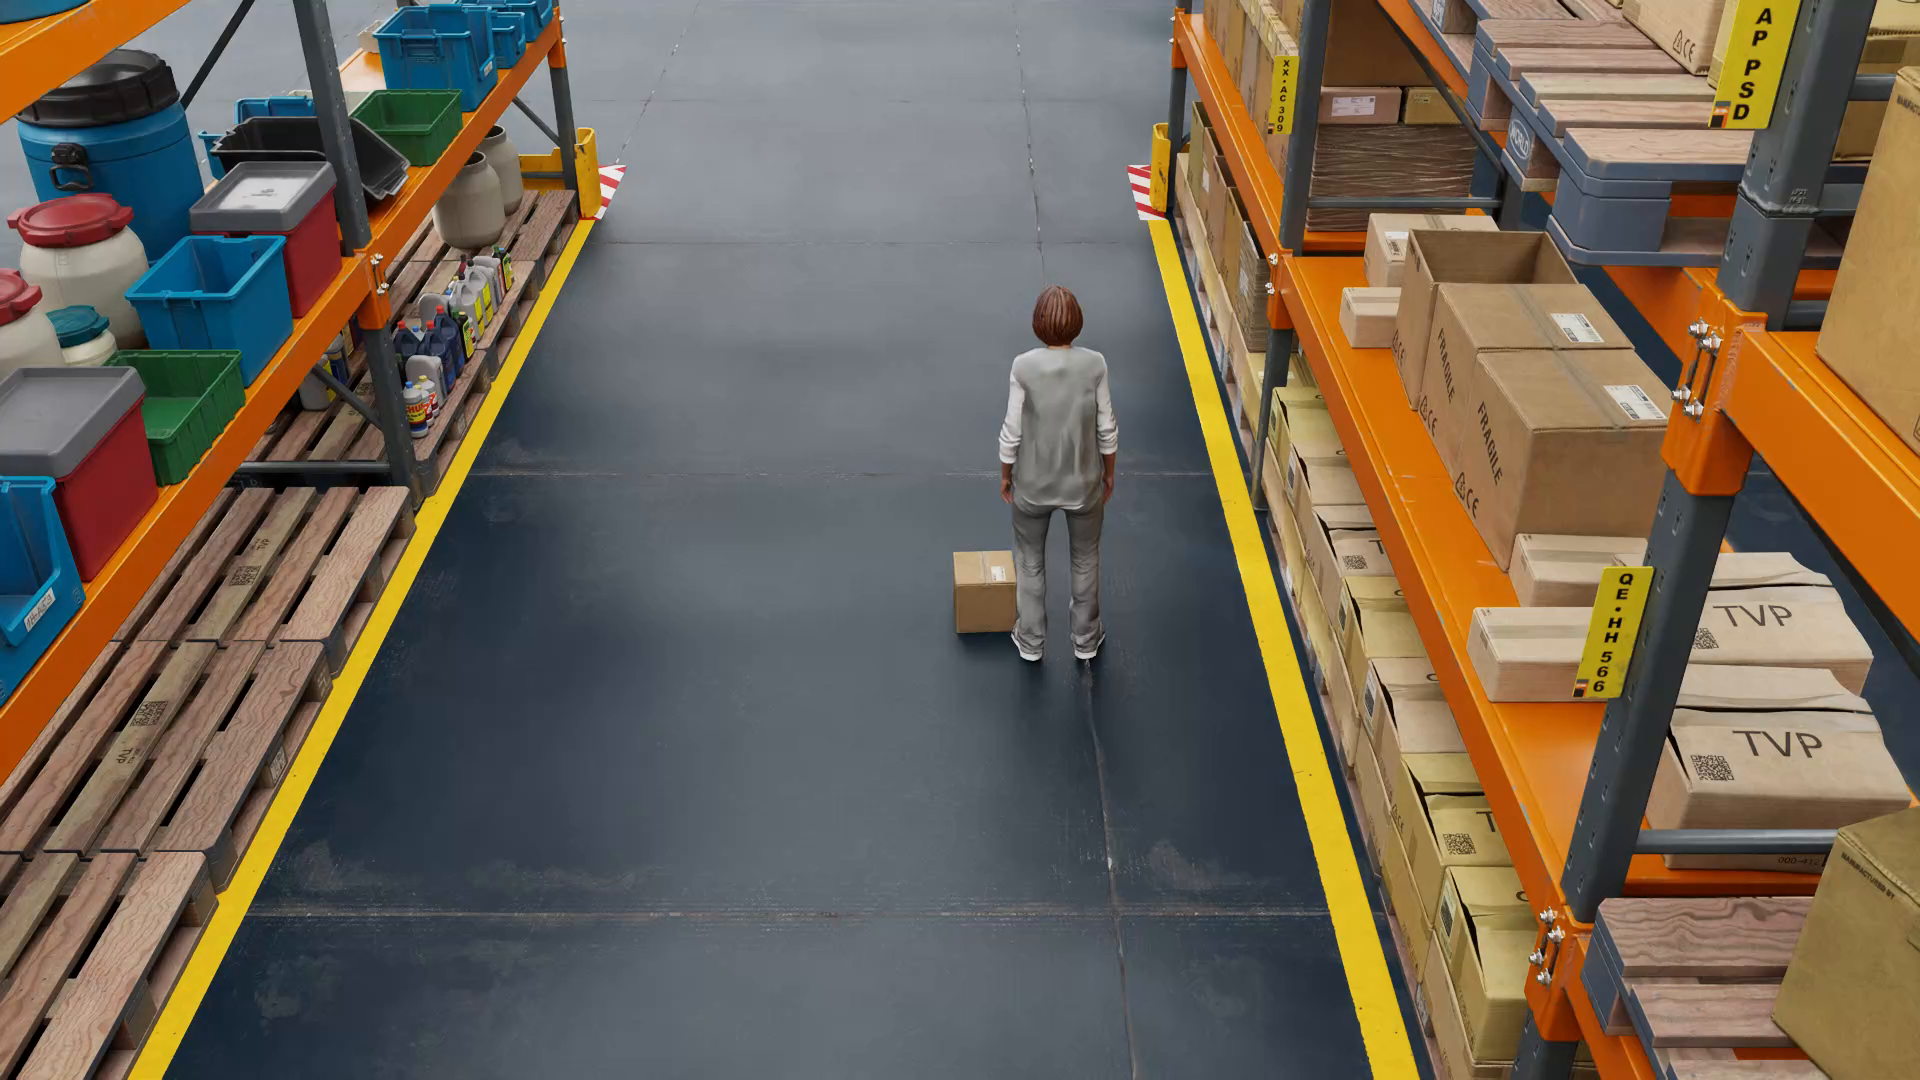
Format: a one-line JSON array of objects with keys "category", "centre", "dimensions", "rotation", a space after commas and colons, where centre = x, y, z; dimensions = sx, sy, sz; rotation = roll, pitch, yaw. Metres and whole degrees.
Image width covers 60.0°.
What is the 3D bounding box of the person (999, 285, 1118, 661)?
[{"category": "person", "centre": [0.380, -0.222, 6.501], "dimensions": [0.461, 1.593, 0.344], "rotation": [-1, 32, -1]}]
